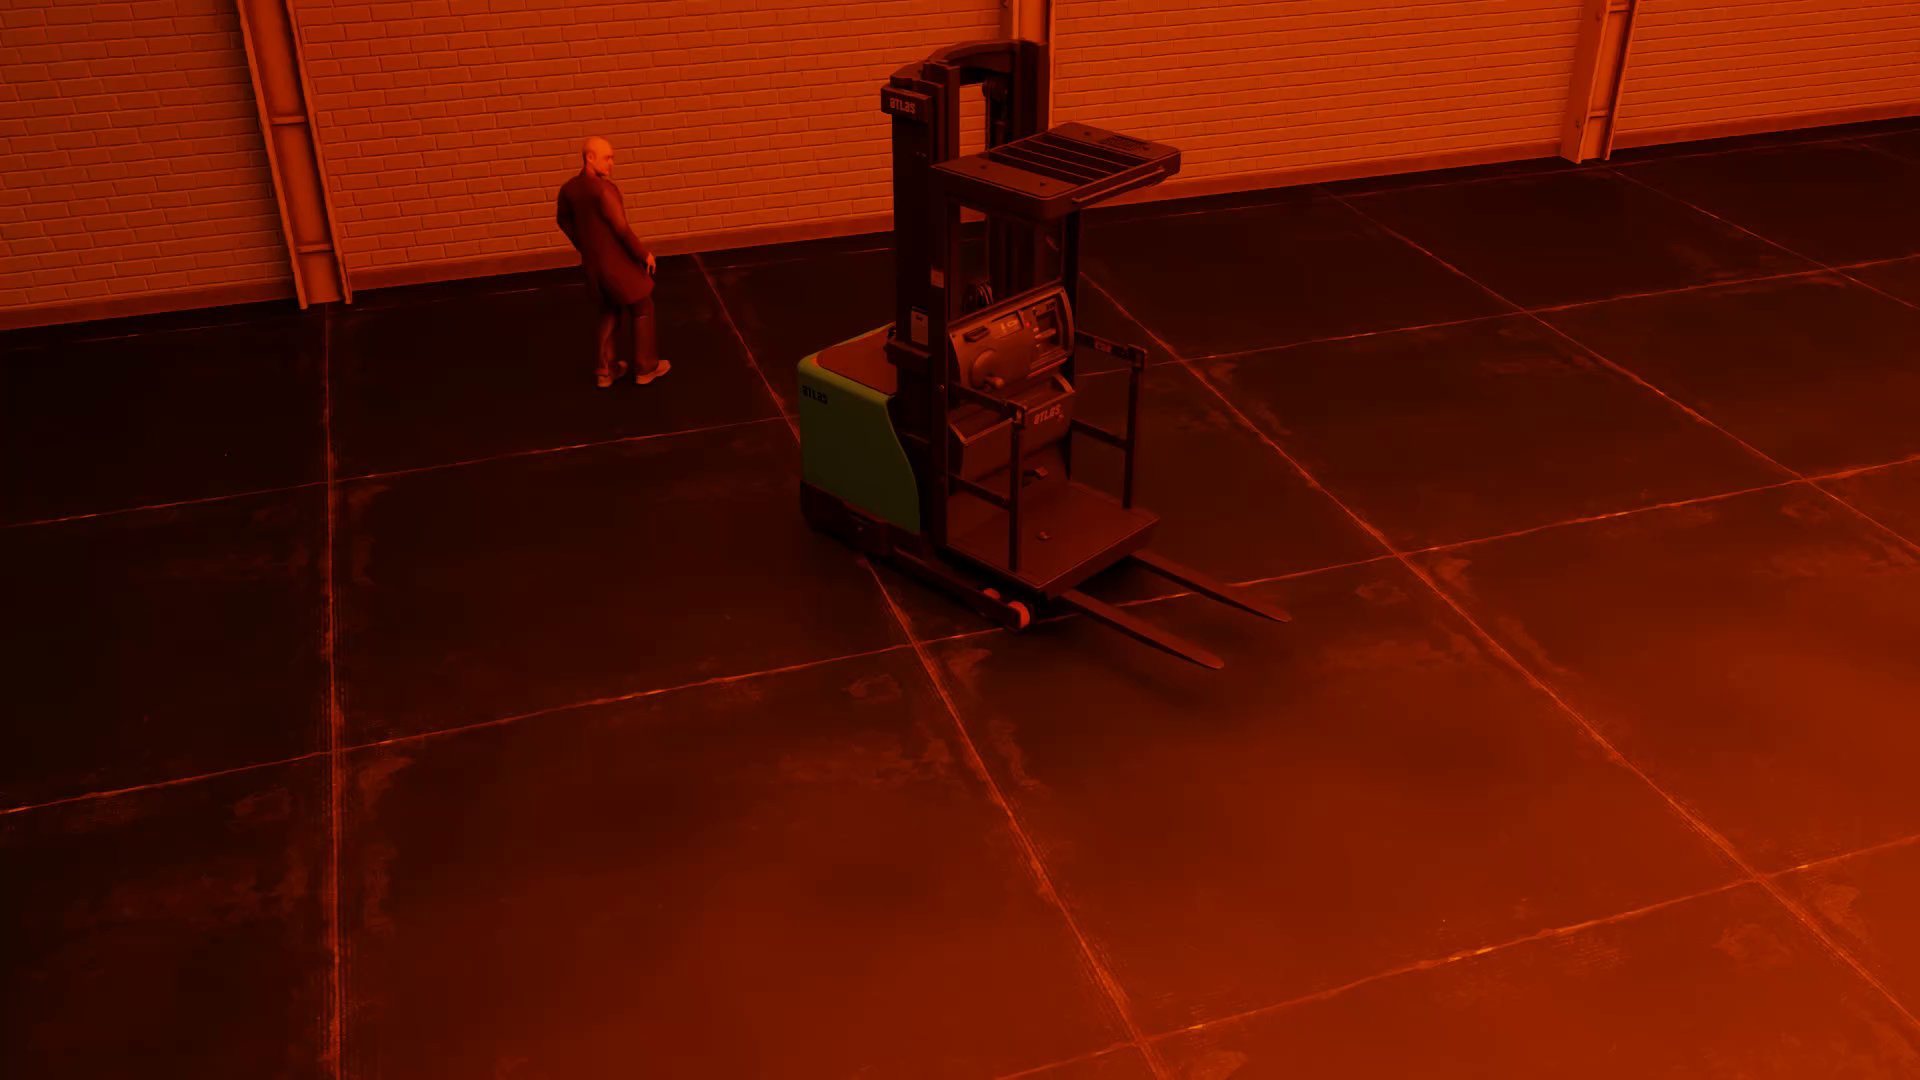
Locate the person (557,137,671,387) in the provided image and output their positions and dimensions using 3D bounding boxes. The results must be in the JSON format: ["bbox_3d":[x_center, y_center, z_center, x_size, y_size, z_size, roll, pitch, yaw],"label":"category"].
[{"bbox_3d":[-2.424,-1.954,11.668,0.794,1.756,0.555,18,35,28],"label":"person"}]

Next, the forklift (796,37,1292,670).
[{"bbox_3d":[0.443,-1.061,8.931,3.031,2.935,1.130,25,38,37],"label":"forklift"}]
